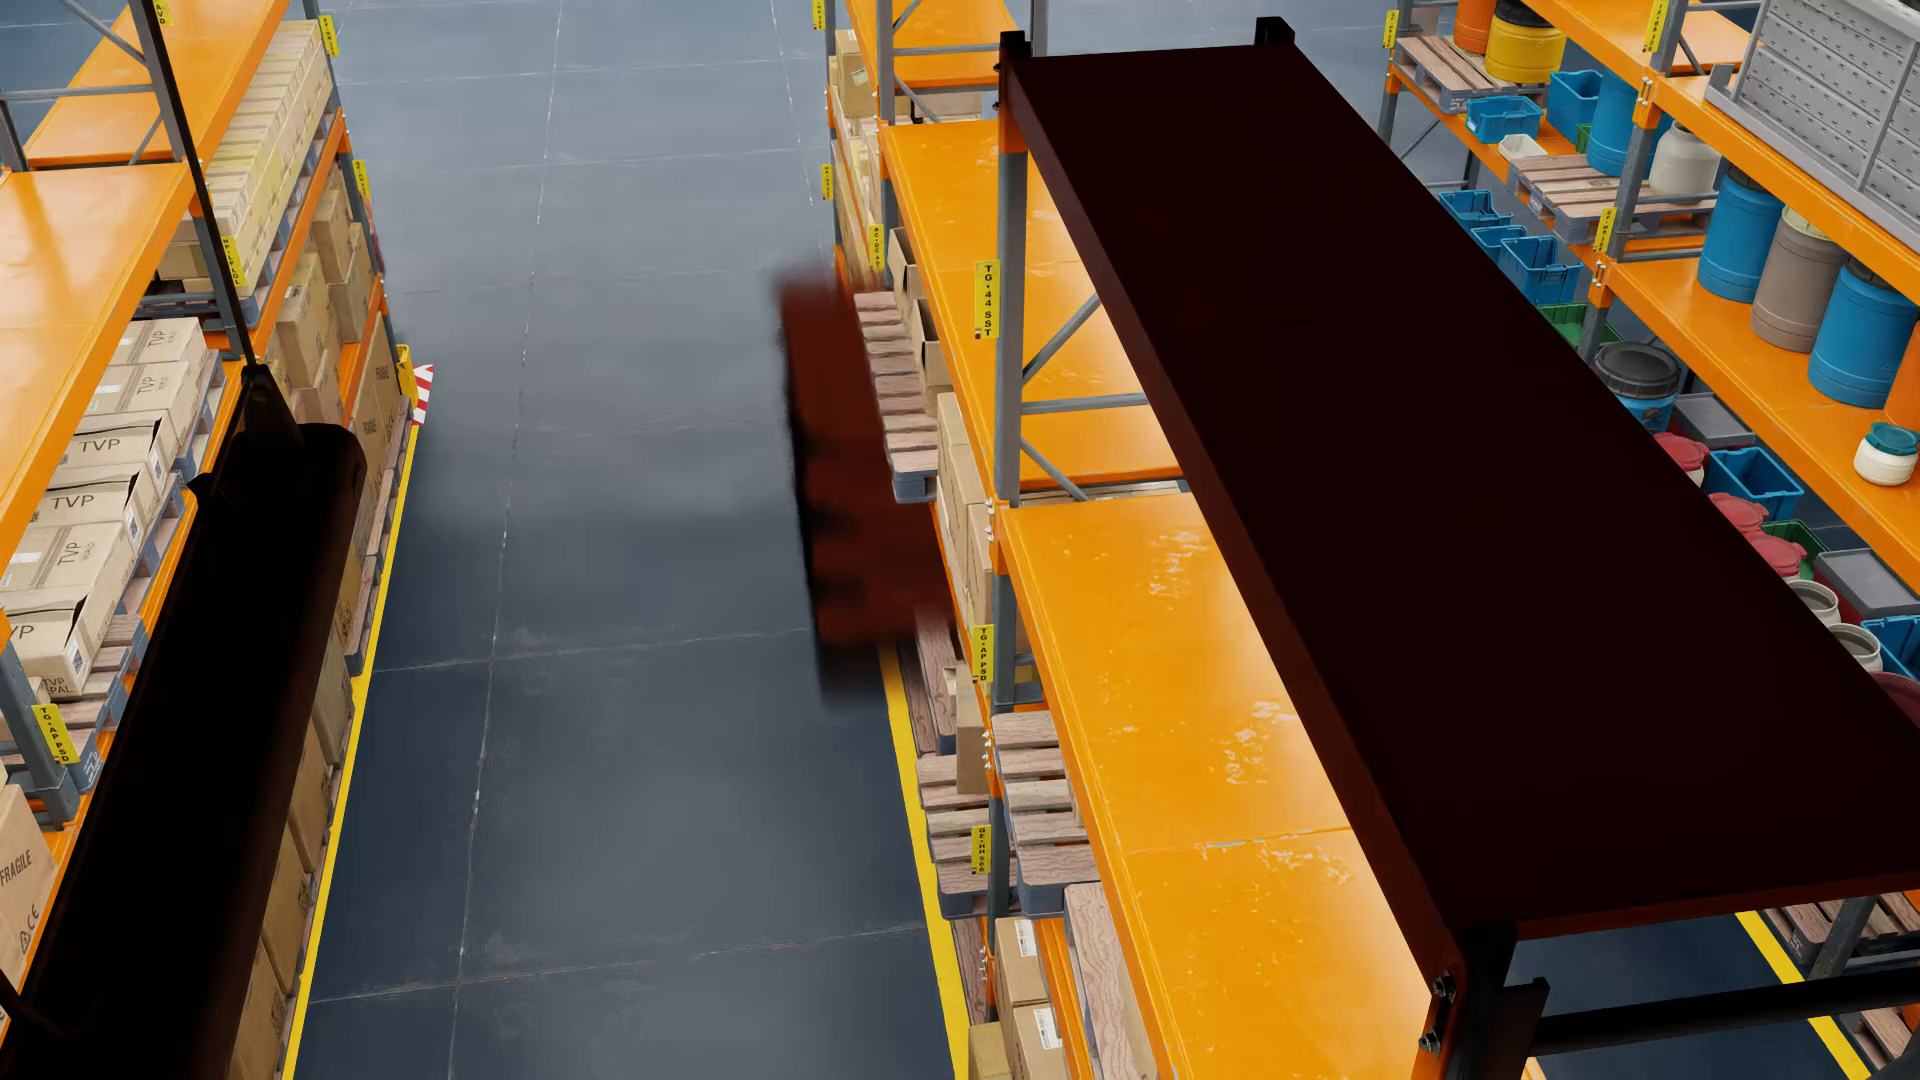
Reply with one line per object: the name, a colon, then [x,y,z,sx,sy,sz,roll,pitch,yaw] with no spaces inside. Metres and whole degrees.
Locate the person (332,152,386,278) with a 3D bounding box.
person: [-6.007,-3.225,16.440,0.473,1.627,0.958,-7,37,-9]
